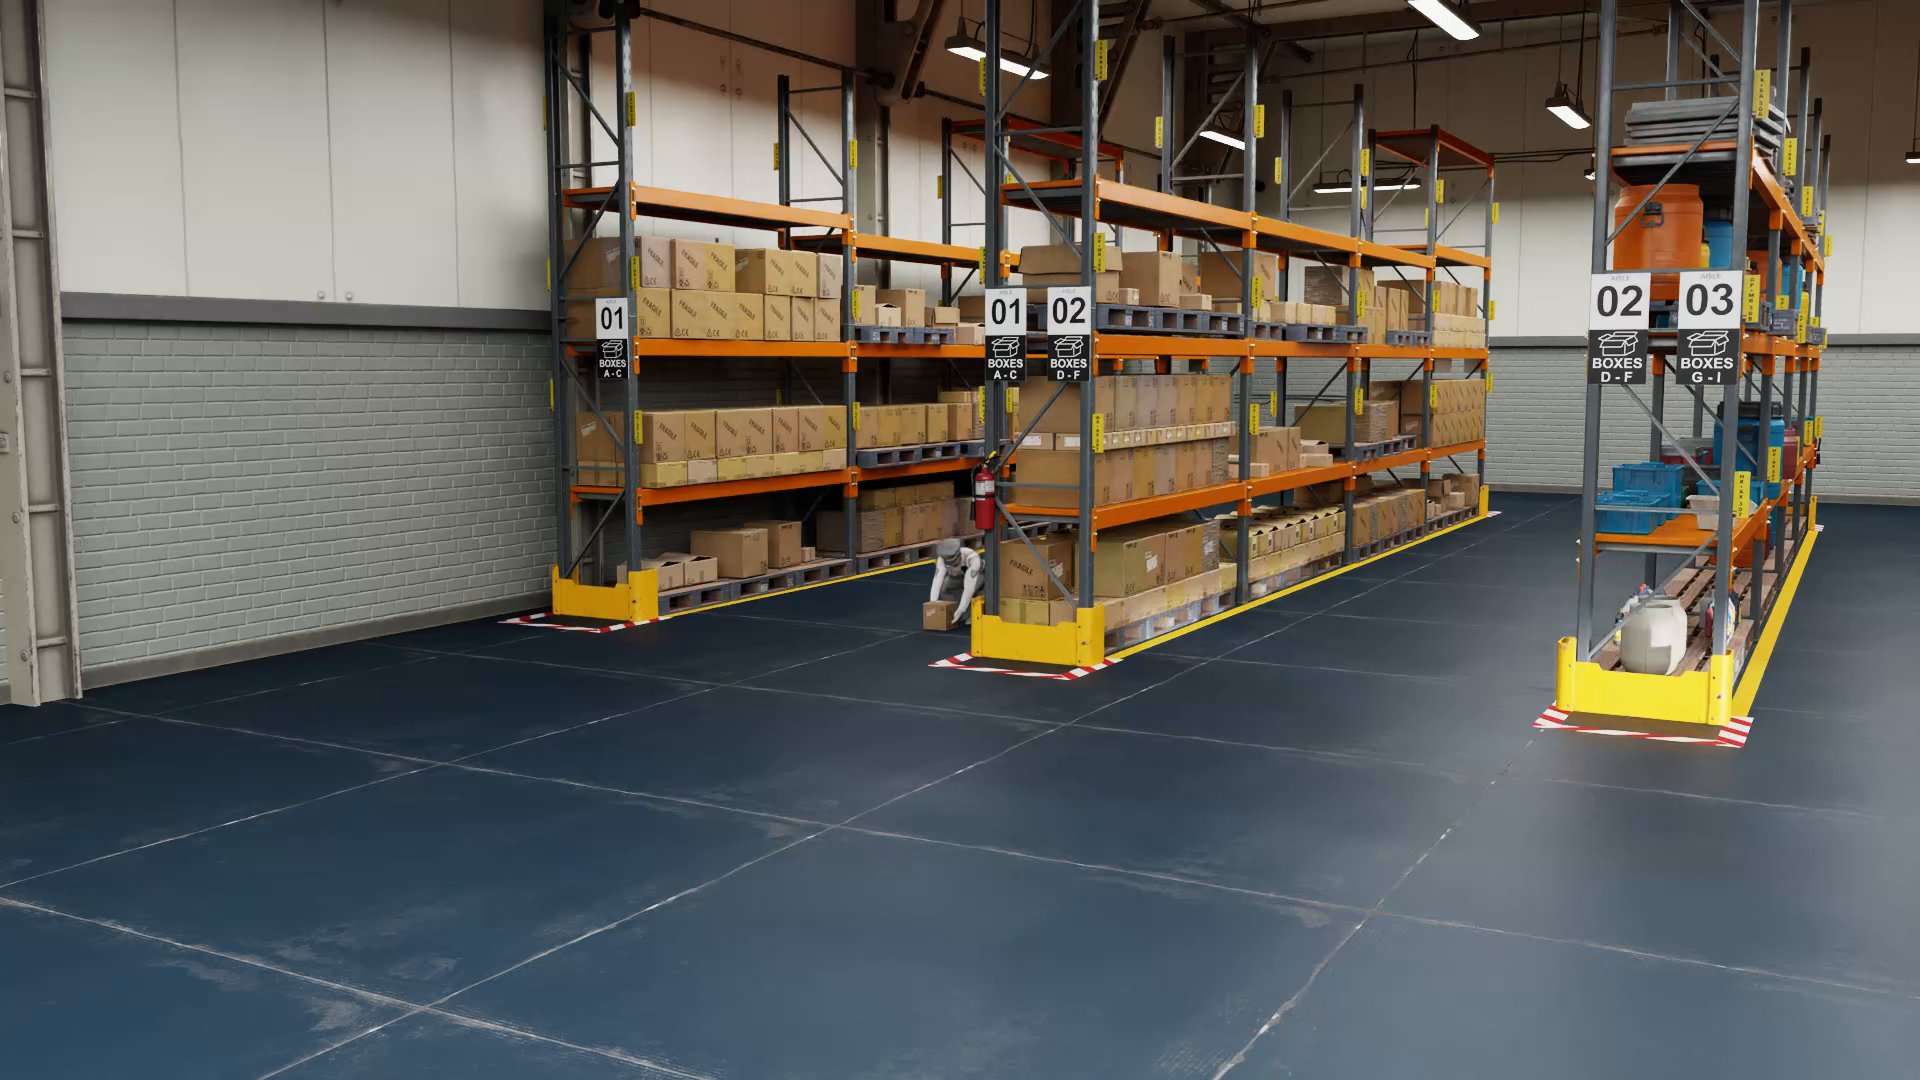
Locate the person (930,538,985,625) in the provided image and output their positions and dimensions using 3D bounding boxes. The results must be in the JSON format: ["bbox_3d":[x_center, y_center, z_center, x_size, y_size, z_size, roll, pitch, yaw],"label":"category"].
[{"bbox_3d":[0.012,0.395,16.370,0.471,0.886,0.856,3,7,28],"label":"person"}]
